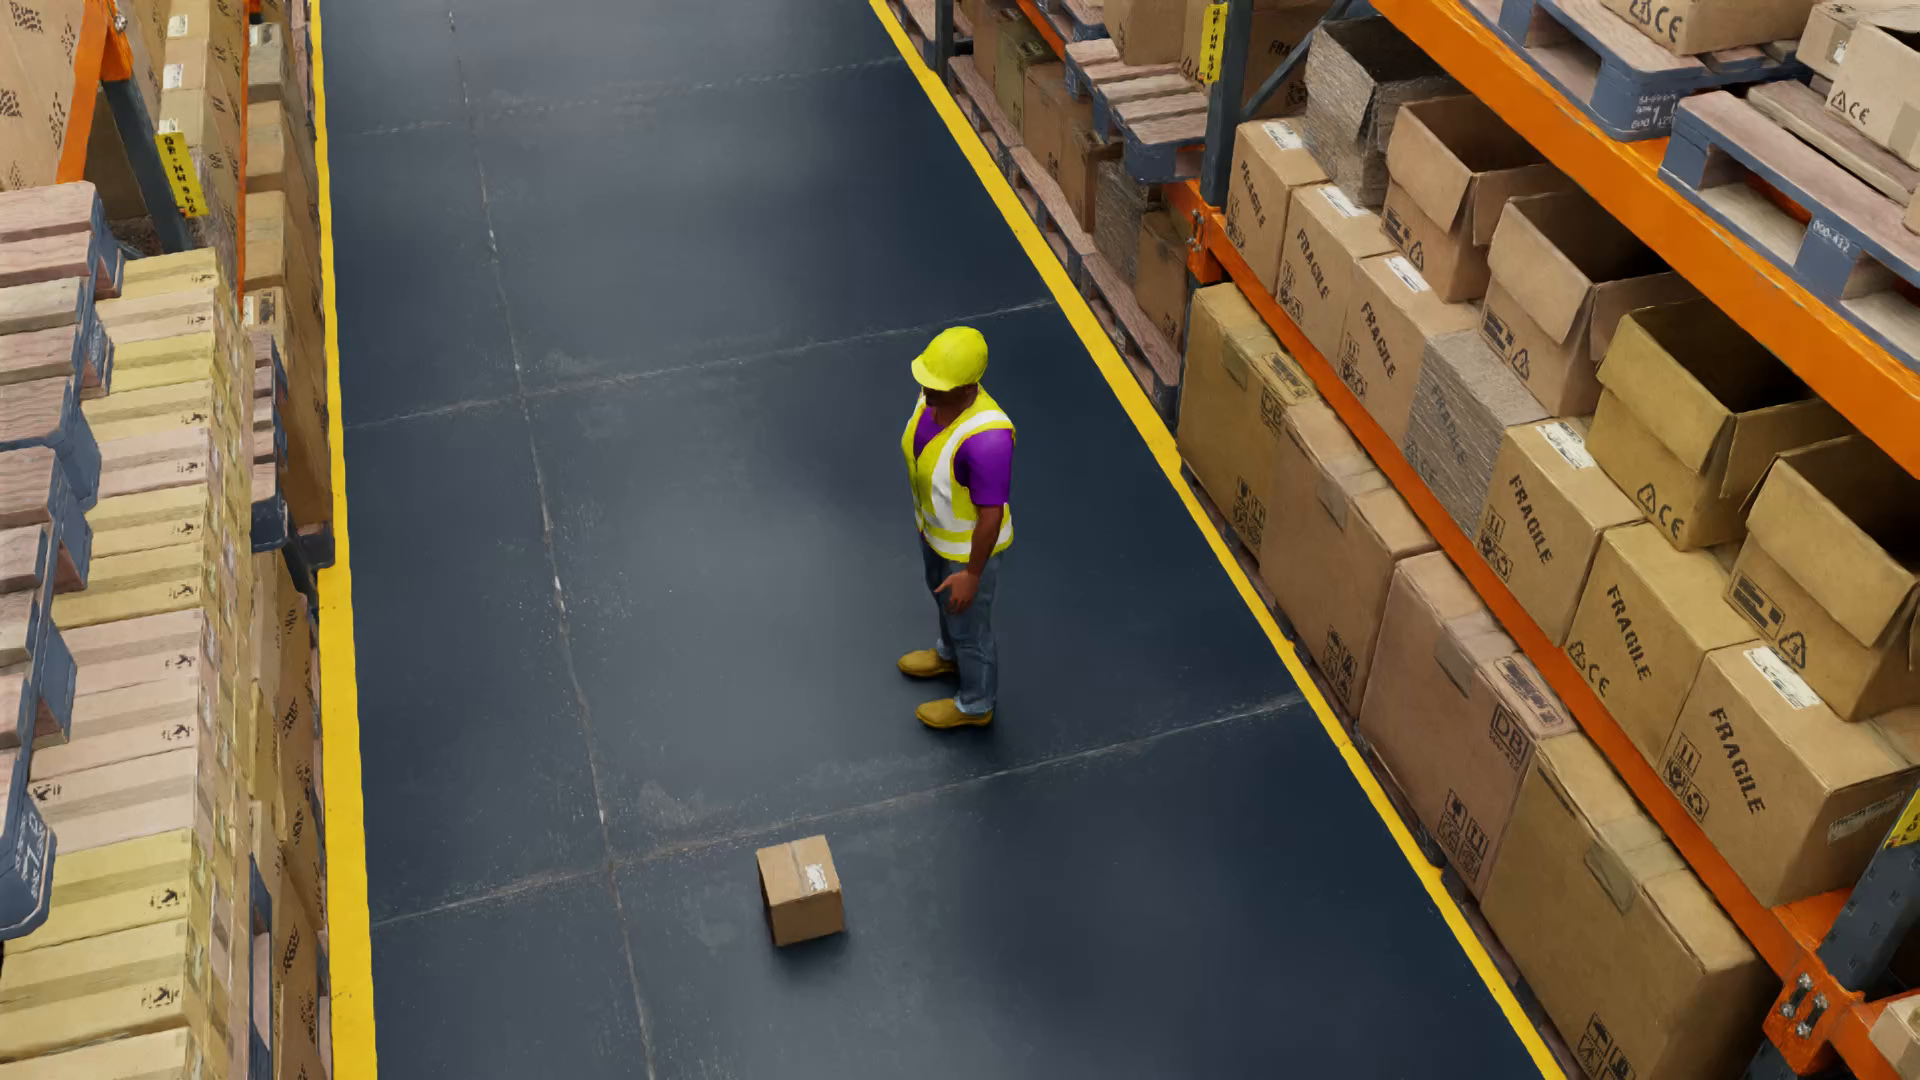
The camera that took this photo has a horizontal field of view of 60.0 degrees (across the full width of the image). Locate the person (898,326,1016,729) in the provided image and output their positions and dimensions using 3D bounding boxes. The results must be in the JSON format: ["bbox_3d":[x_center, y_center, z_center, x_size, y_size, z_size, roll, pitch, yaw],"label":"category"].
[{"bbox_3d":[-0.024,-0.028,6.135,0.385,1.772,0.627,-16,44,-17],"label":"person"}]
